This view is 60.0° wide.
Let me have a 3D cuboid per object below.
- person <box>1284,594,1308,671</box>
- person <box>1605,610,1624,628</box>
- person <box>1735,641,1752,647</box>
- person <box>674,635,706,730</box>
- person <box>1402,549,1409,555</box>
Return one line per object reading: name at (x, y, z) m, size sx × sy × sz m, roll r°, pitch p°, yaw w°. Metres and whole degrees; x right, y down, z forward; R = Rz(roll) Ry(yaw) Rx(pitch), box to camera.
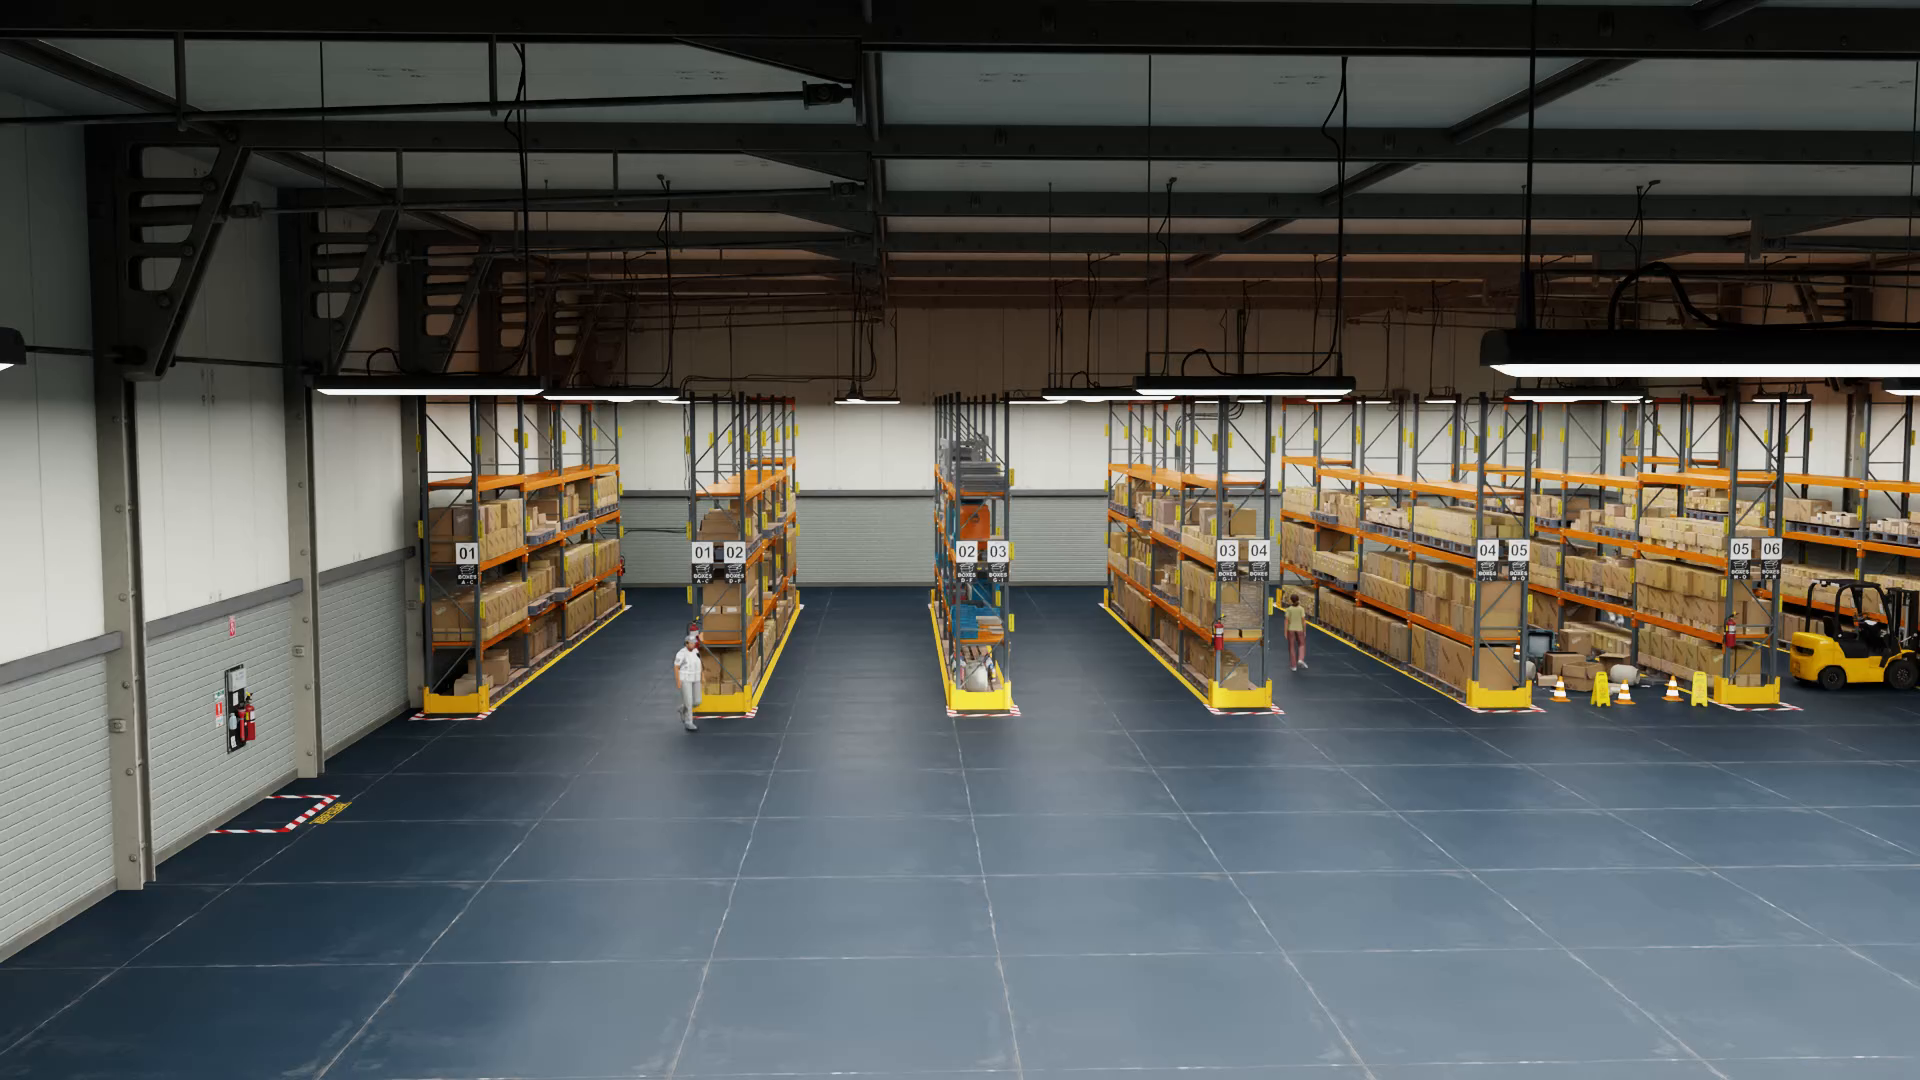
person at (7.283, 2.005, 36.060) m, size 0.500 × 1.668 × 0.502 m, roll 0°, pitch 5°, yaw 2°
person at (16.617, 1.468, 42.043) m, size 0.593 × 1.802 × 0.403 m, roll -2°, pitch 5°, yaw -27°
person at (17.039, 1.953, 36.055) m, size 0.577 × 1.793 × 0.579 m, roll -1°, pitch 5°, yaw -9°
person at (-4.829, 2.515, 29.700) m, size 0.674 × 1.648 × 0.585 m, roll 4°, pitch 6°, yaw 41°
person at (13.173, 0.975, 48.946) m, size 0.556 × 1.705 × 0.492 m, roll 0°, pitch 5°, yaw 3°
